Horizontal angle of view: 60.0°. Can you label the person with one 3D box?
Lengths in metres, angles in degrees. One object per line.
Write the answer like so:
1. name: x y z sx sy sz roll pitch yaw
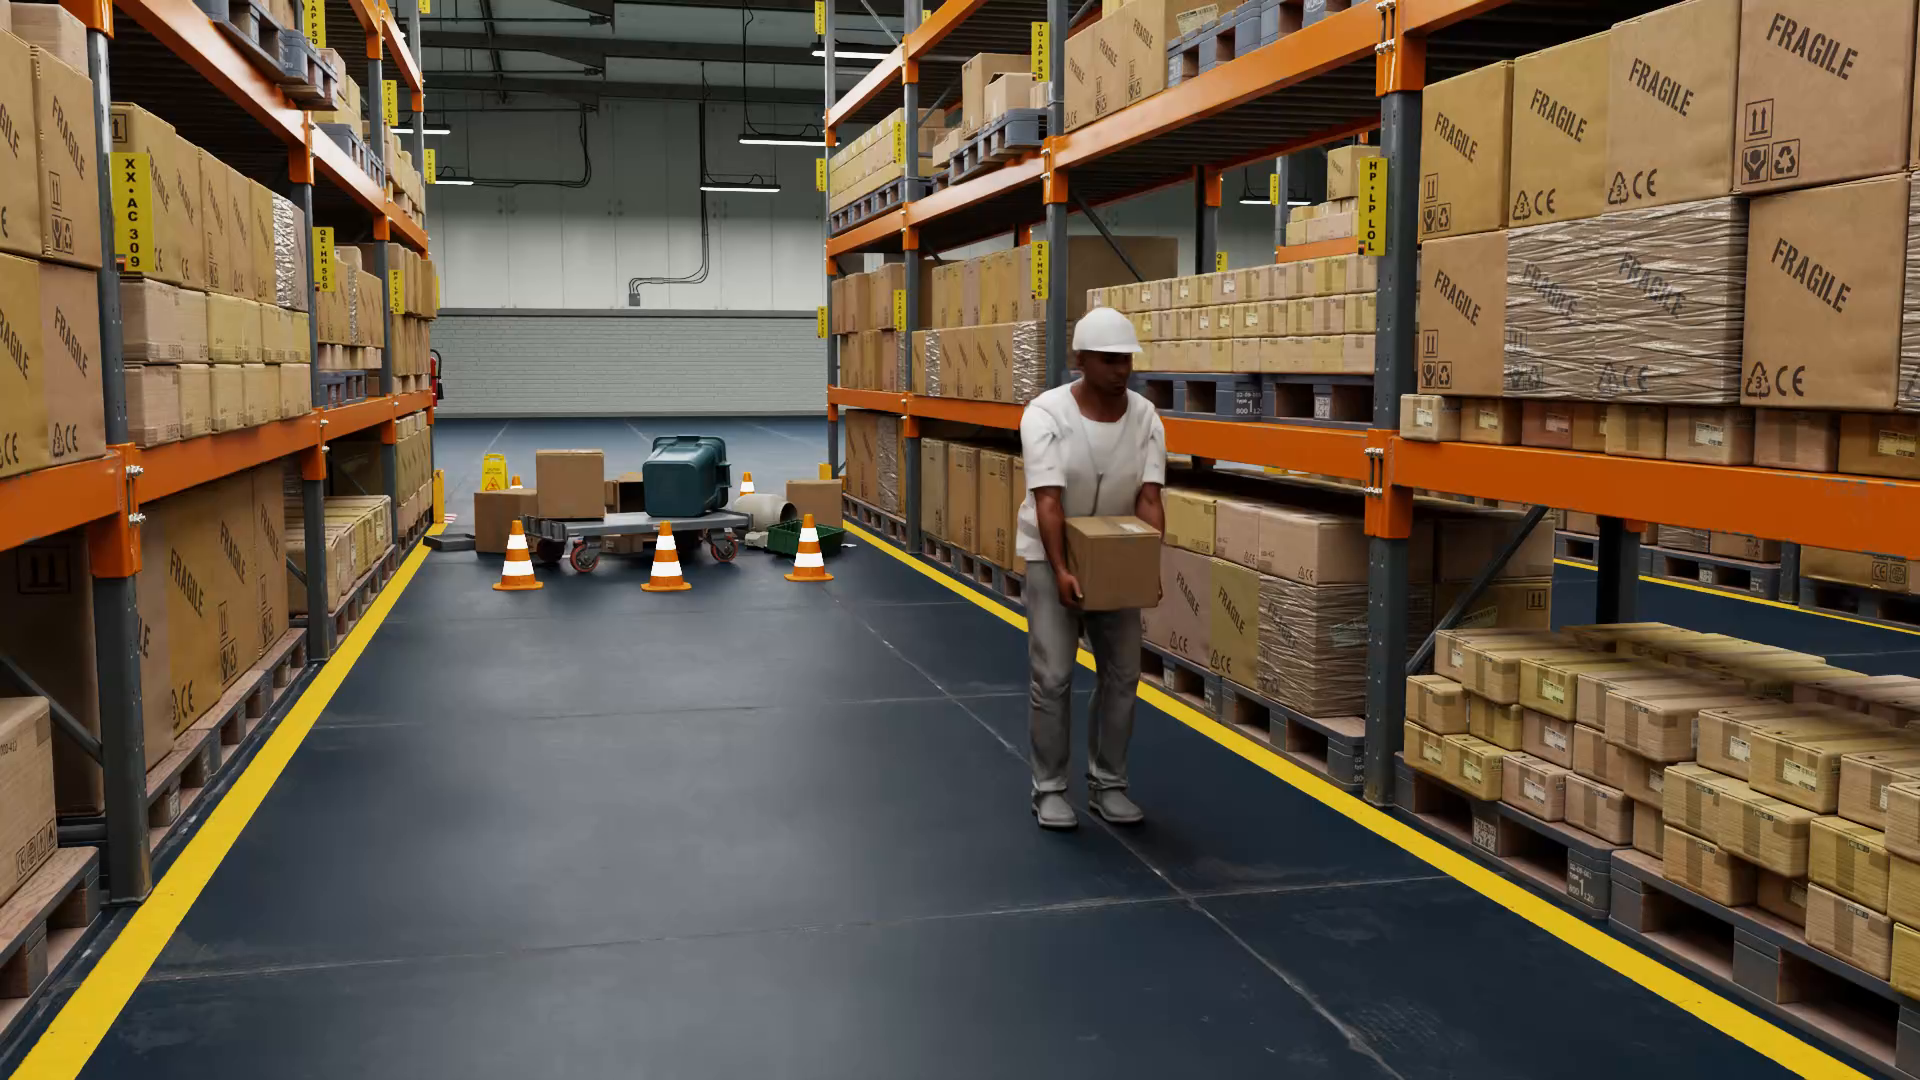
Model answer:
1. person: 0.454 0.095 5.597 0.501 1.734 0.594 -2 6 -15
